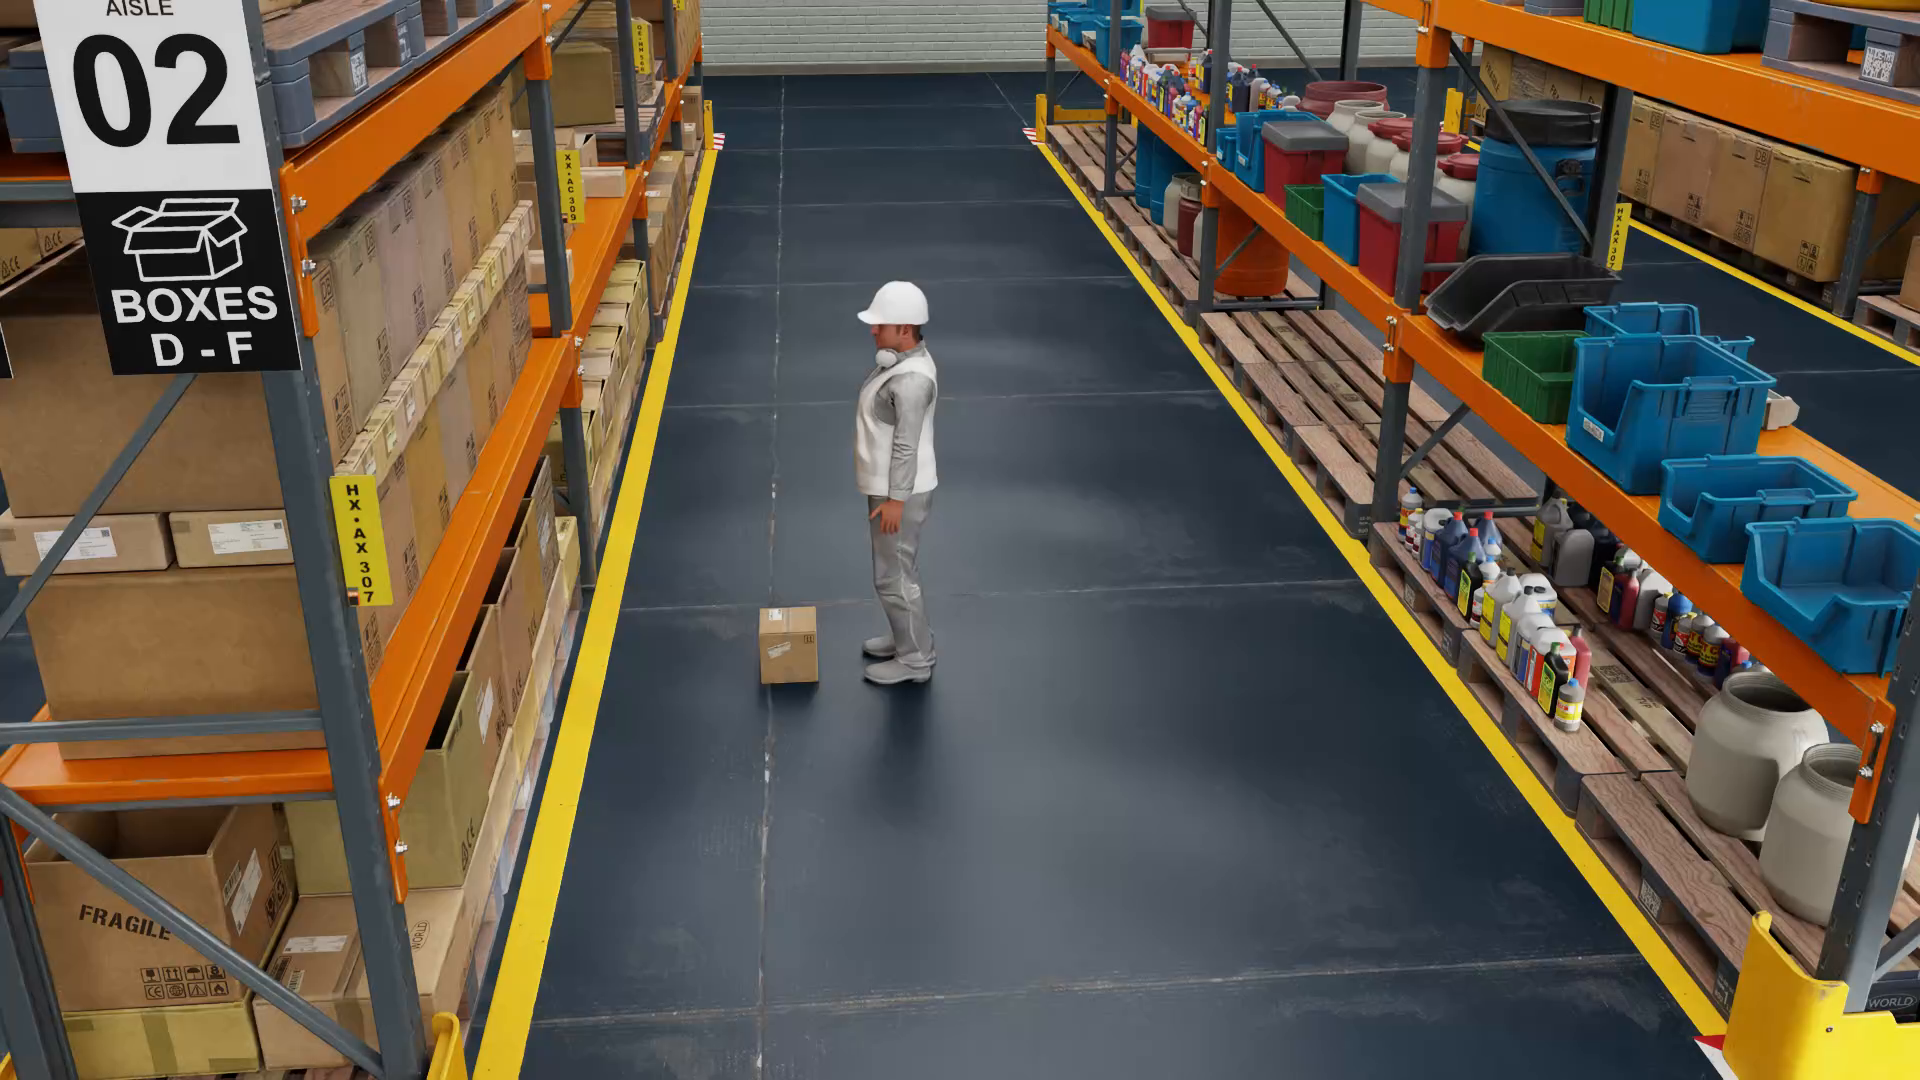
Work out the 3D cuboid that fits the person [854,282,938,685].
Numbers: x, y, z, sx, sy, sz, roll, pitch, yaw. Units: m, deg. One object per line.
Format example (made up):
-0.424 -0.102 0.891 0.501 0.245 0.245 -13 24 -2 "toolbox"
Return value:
-0.272 -0.239 7.124 0.360 1.767 0.532 -2 24 -4 "person"
